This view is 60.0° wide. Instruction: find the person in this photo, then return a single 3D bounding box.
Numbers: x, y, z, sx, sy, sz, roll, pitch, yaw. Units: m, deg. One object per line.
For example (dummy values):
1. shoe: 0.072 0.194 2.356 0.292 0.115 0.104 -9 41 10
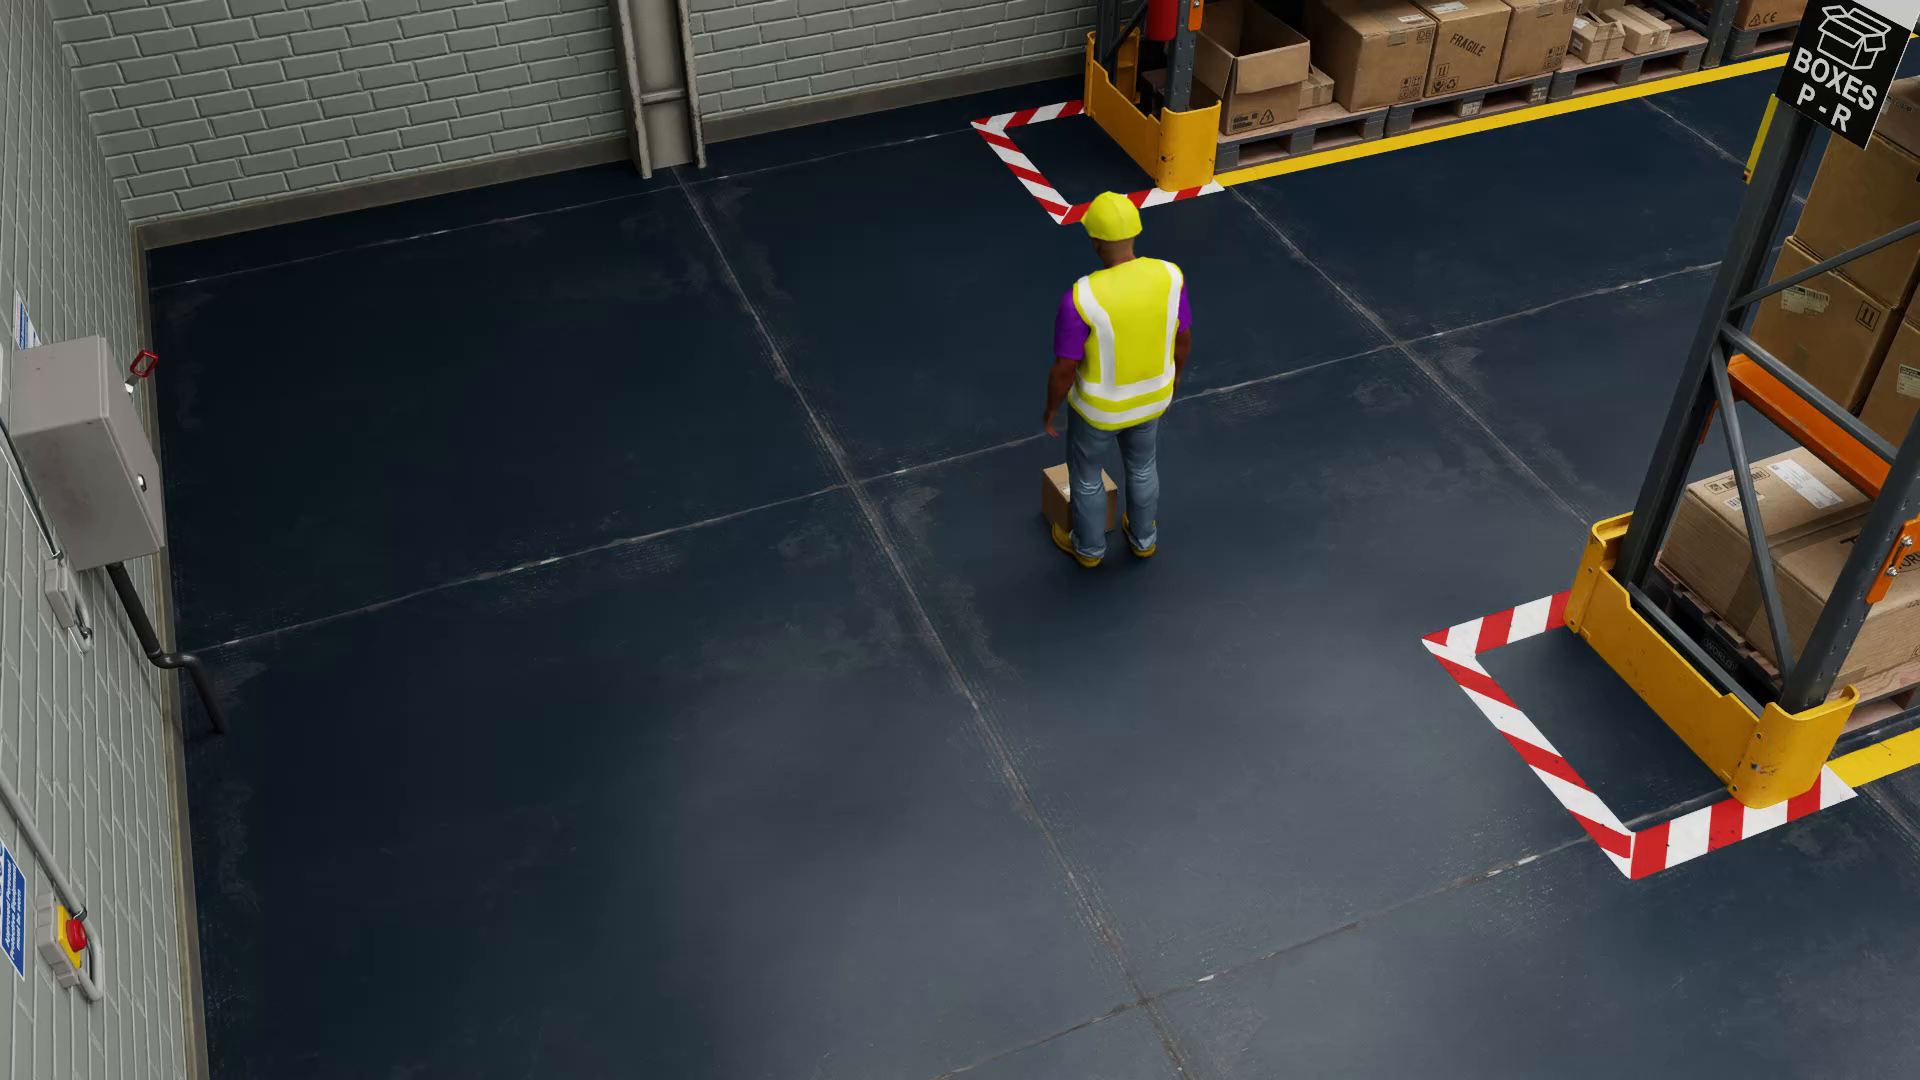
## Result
1. person: 0.632 -0.611 6.836 0.628 1.761 0.461 -16 44 -17
